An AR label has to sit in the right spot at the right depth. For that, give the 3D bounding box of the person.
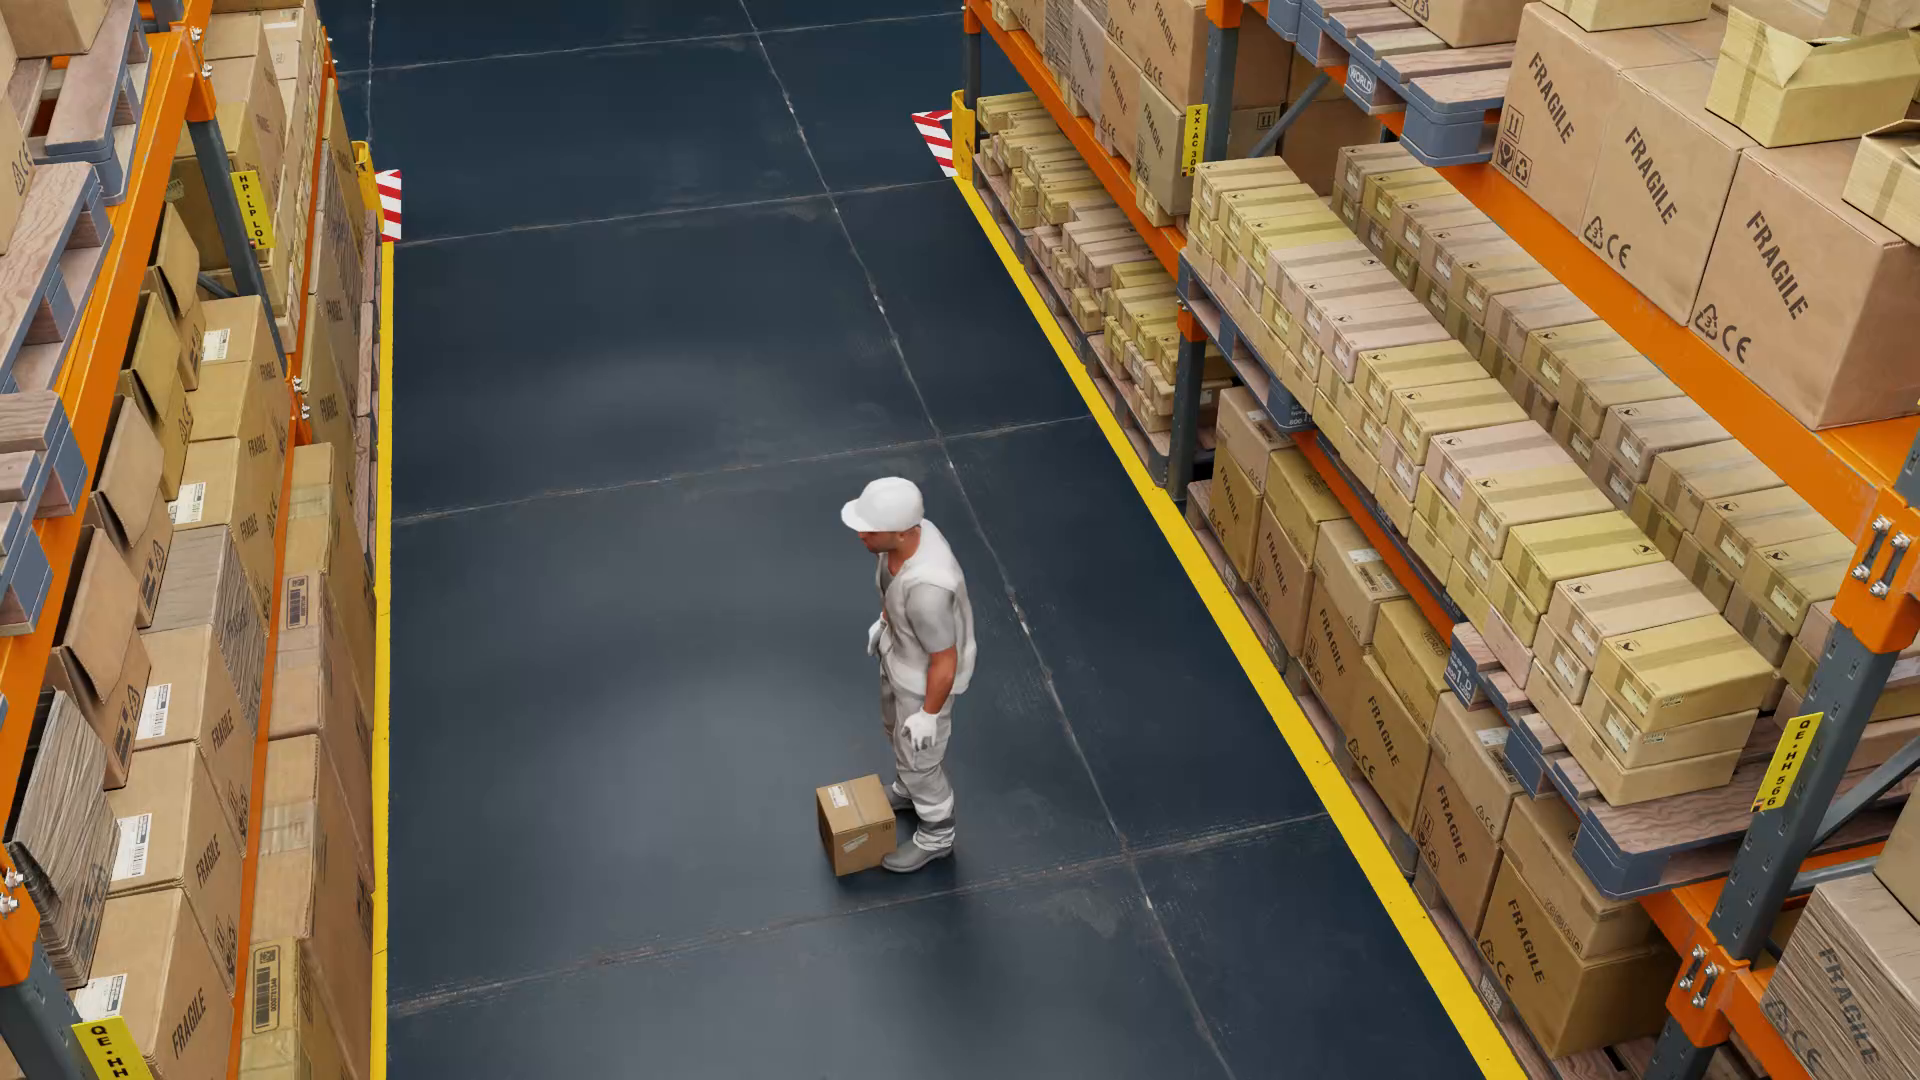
[{"bbox_3d":[-0.185,0.483,6.081,0.452,1.779,0.622,-10,39,-13],"label":"person"}]
